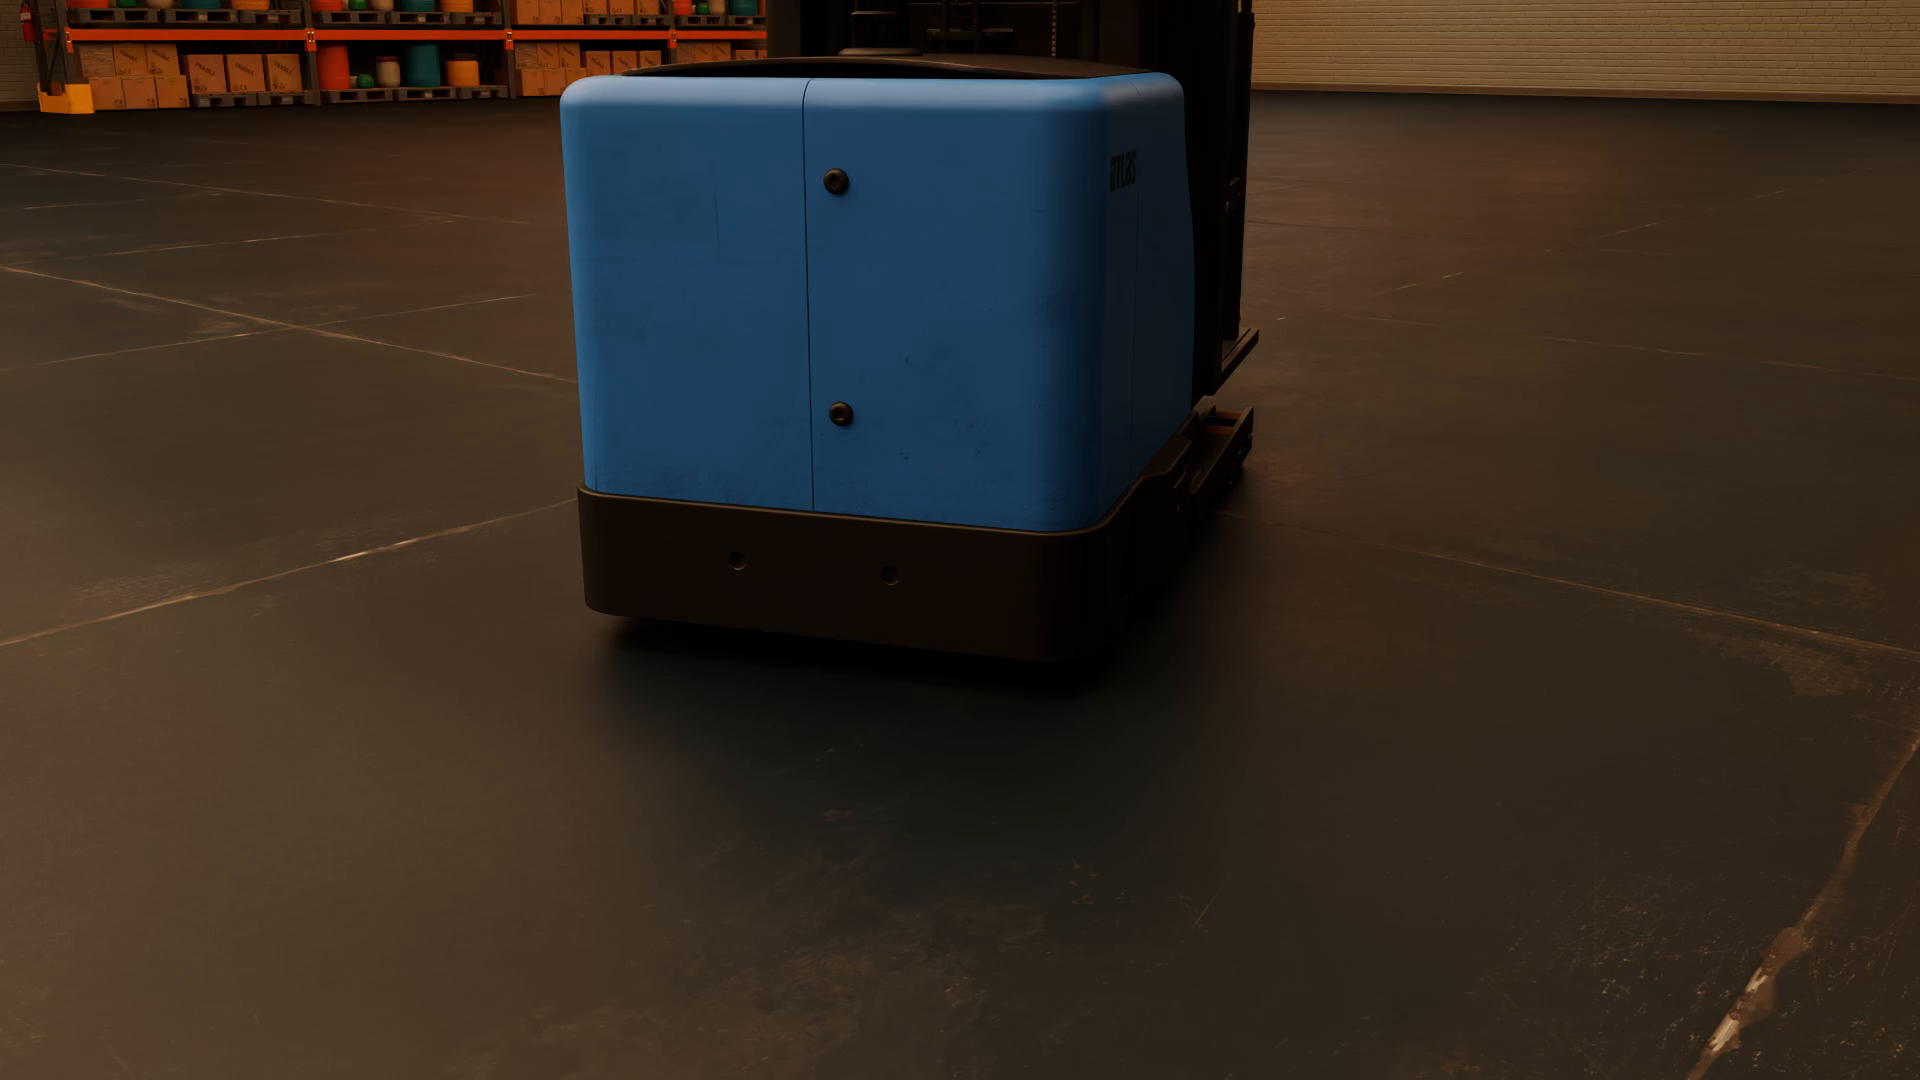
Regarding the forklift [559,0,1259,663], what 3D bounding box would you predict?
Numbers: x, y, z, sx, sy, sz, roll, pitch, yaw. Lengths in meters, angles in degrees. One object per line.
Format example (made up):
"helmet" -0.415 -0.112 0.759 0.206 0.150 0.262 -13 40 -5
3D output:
"forklift" 0.182 -1.571 4.072 1.130 2.935 3.031 5 18 17
